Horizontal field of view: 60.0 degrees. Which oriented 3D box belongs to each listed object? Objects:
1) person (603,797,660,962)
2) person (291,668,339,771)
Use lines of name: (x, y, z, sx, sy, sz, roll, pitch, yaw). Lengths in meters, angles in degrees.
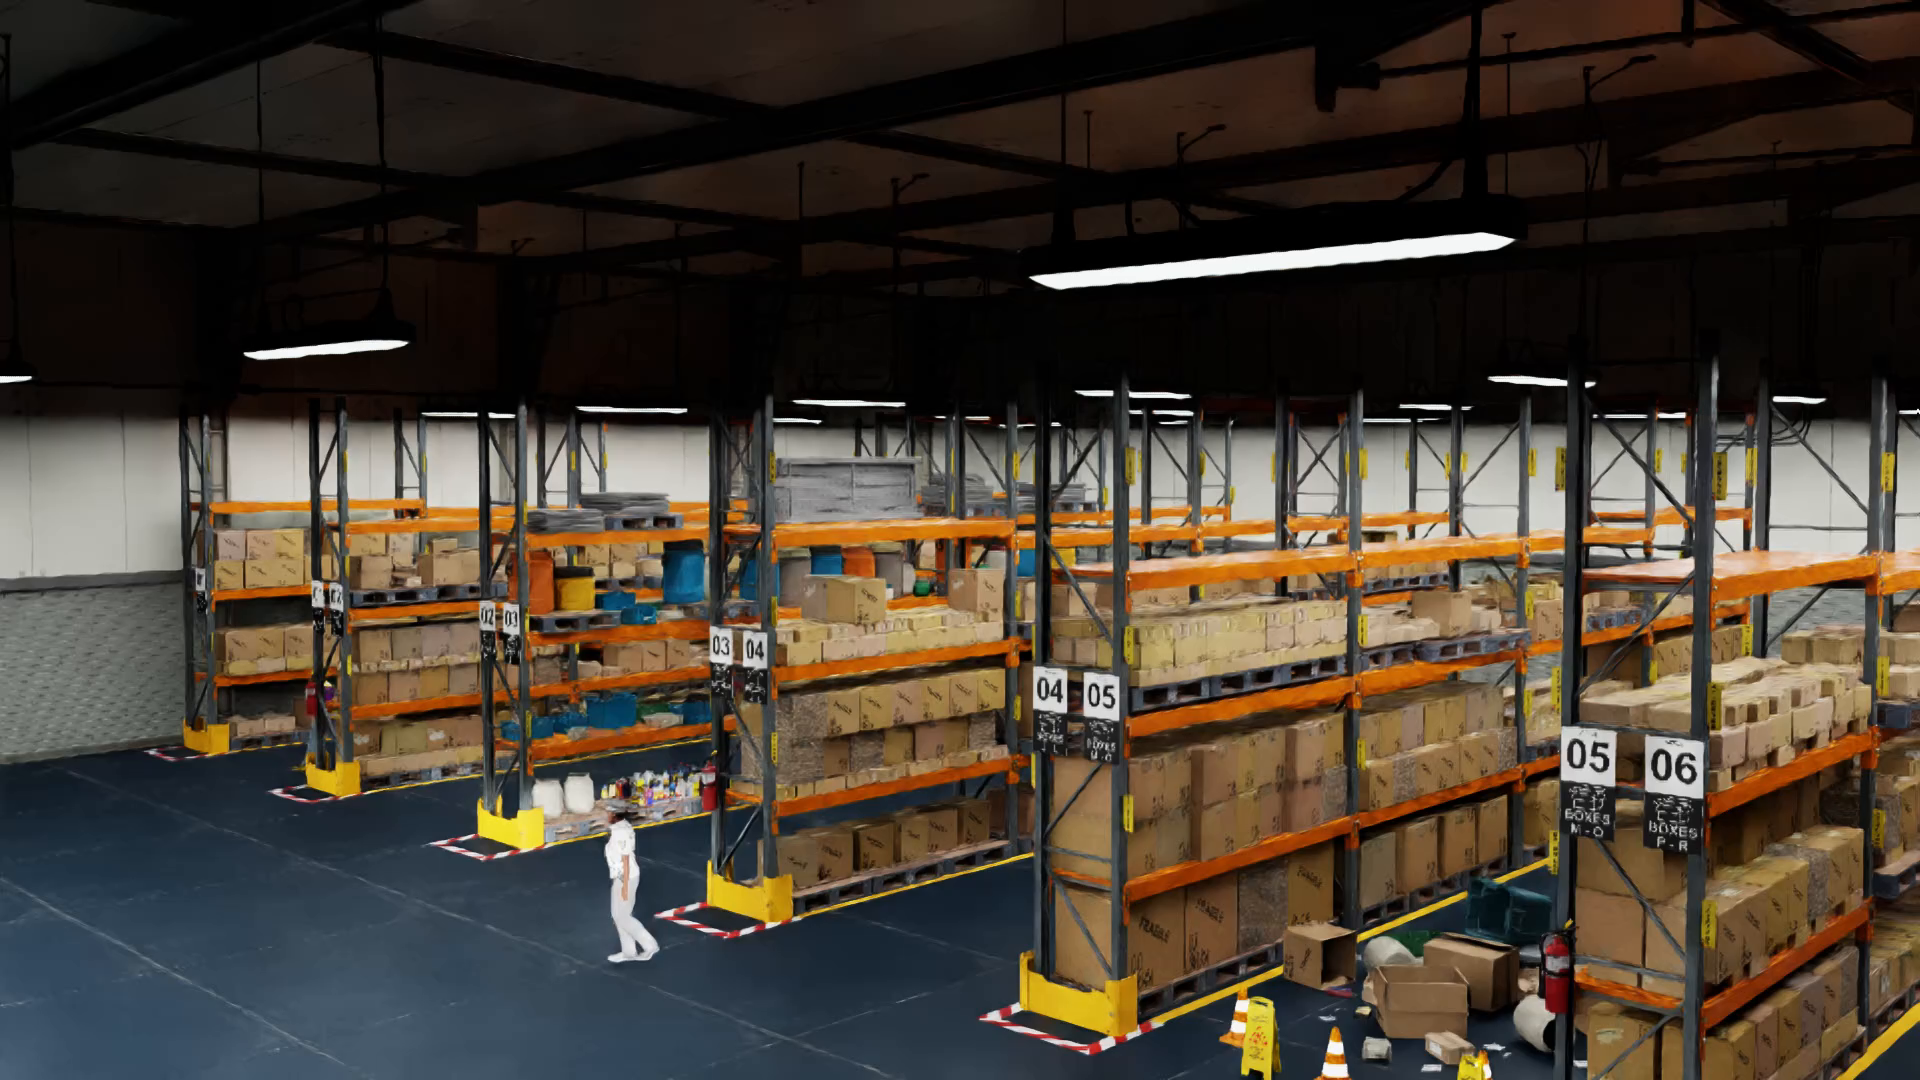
person: (-3.329, 3.447, 16.863, 0.550, 1.664, 0.513, -1, 3, -10)
person: (-10.312, 2.890, 26.961, 0.591, 1.714, 1.041, 3, 4, 44)
